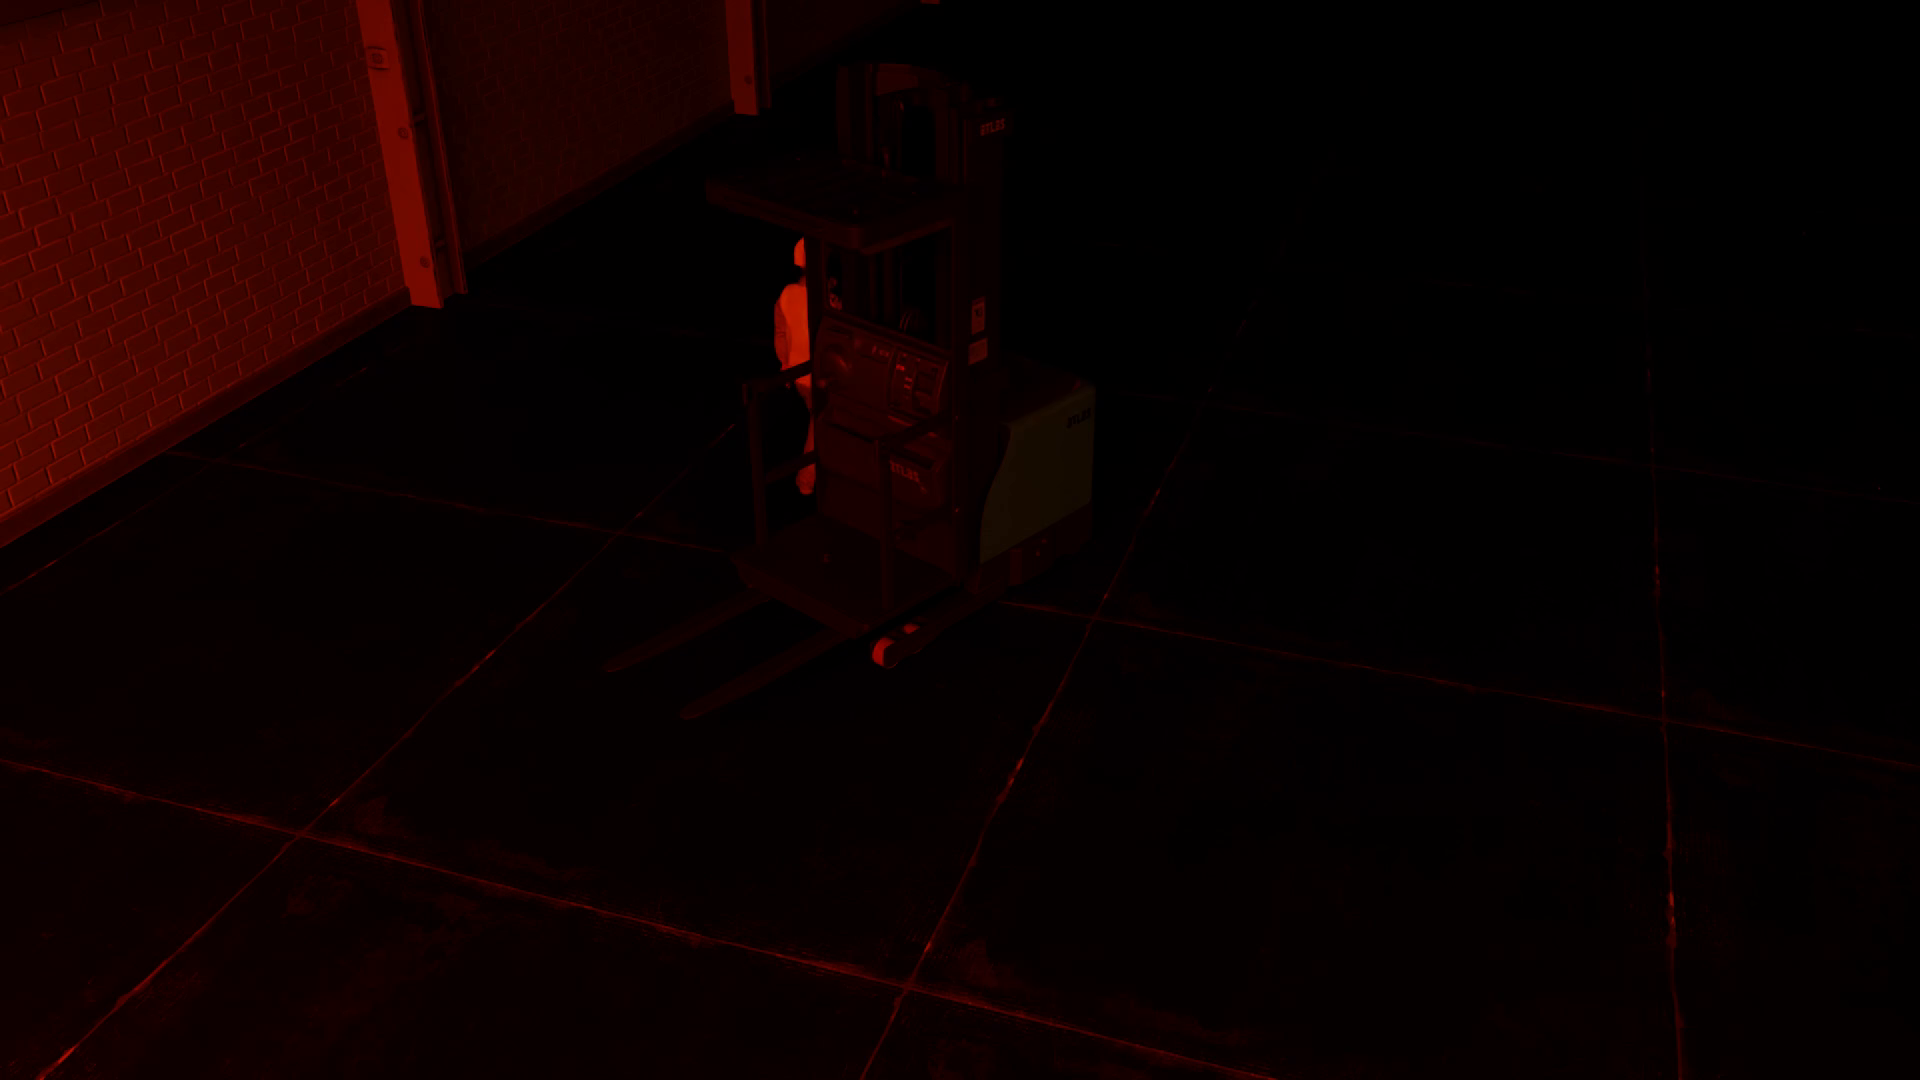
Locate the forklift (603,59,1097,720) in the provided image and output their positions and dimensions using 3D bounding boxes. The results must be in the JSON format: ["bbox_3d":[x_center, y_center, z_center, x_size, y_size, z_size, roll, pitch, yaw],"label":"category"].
[{"bbox_3d":[-0.565,-0.871,8.664,1.130,2.935,3.031,24,38,36],"label":"forklift"}]

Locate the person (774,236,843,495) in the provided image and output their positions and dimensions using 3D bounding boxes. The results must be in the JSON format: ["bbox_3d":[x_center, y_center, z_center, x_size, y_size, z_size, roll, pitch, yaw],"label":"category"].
[{"bbox_3d":[-0.790,-1.039,10.199,0.757,1.727,0.453,23,37,35],"label":"person"}]
